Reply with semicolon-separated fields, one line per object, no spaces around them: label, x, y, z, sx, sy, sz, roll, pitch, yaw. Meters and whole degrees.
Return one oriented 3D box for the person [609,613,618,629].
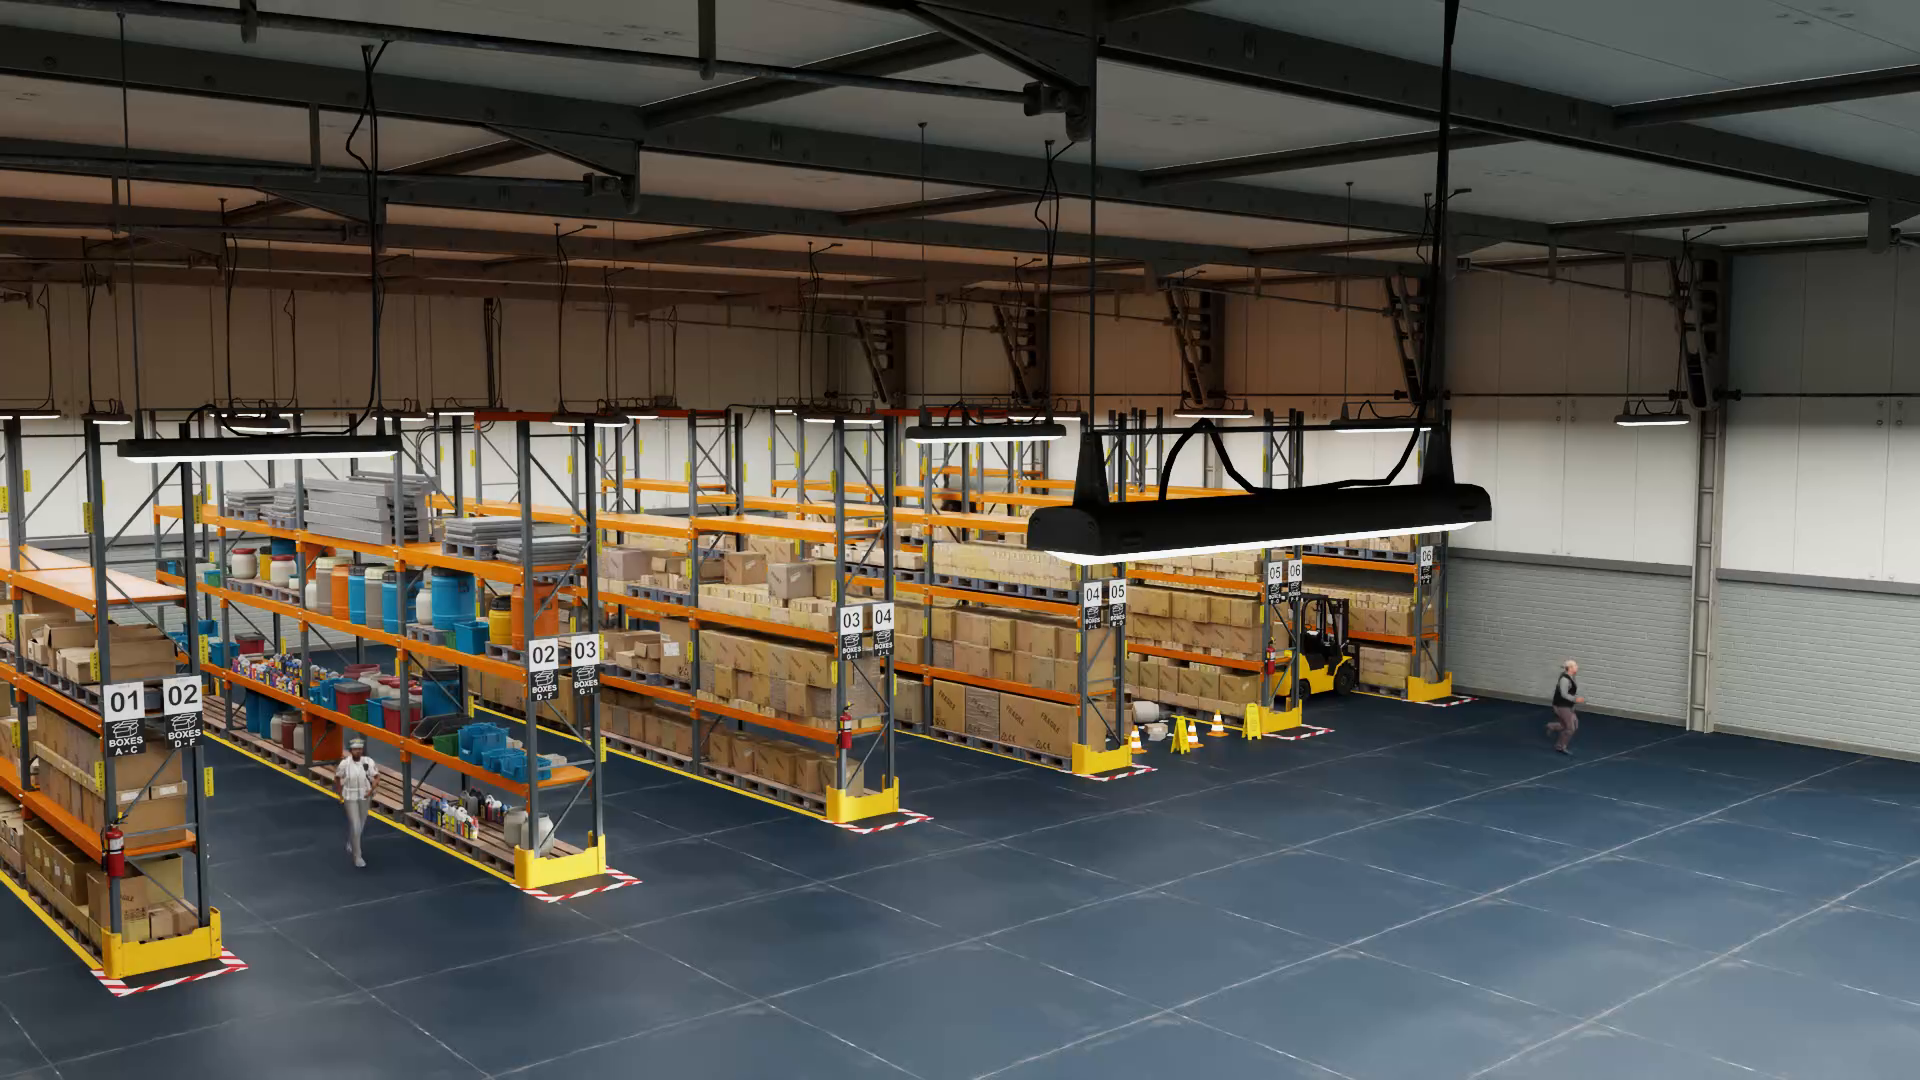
person;-8.596;1.862;41.358;0.868;1.684;0.734;-2;5;-22

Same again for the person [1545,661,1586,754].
person;10.662;2.981;29.294;0.675;1.600;0.696;2;6;25

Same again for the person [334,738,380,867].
person;-8.143;3.499;22.504;0.577;1.672;0.890;-3;6;-30
